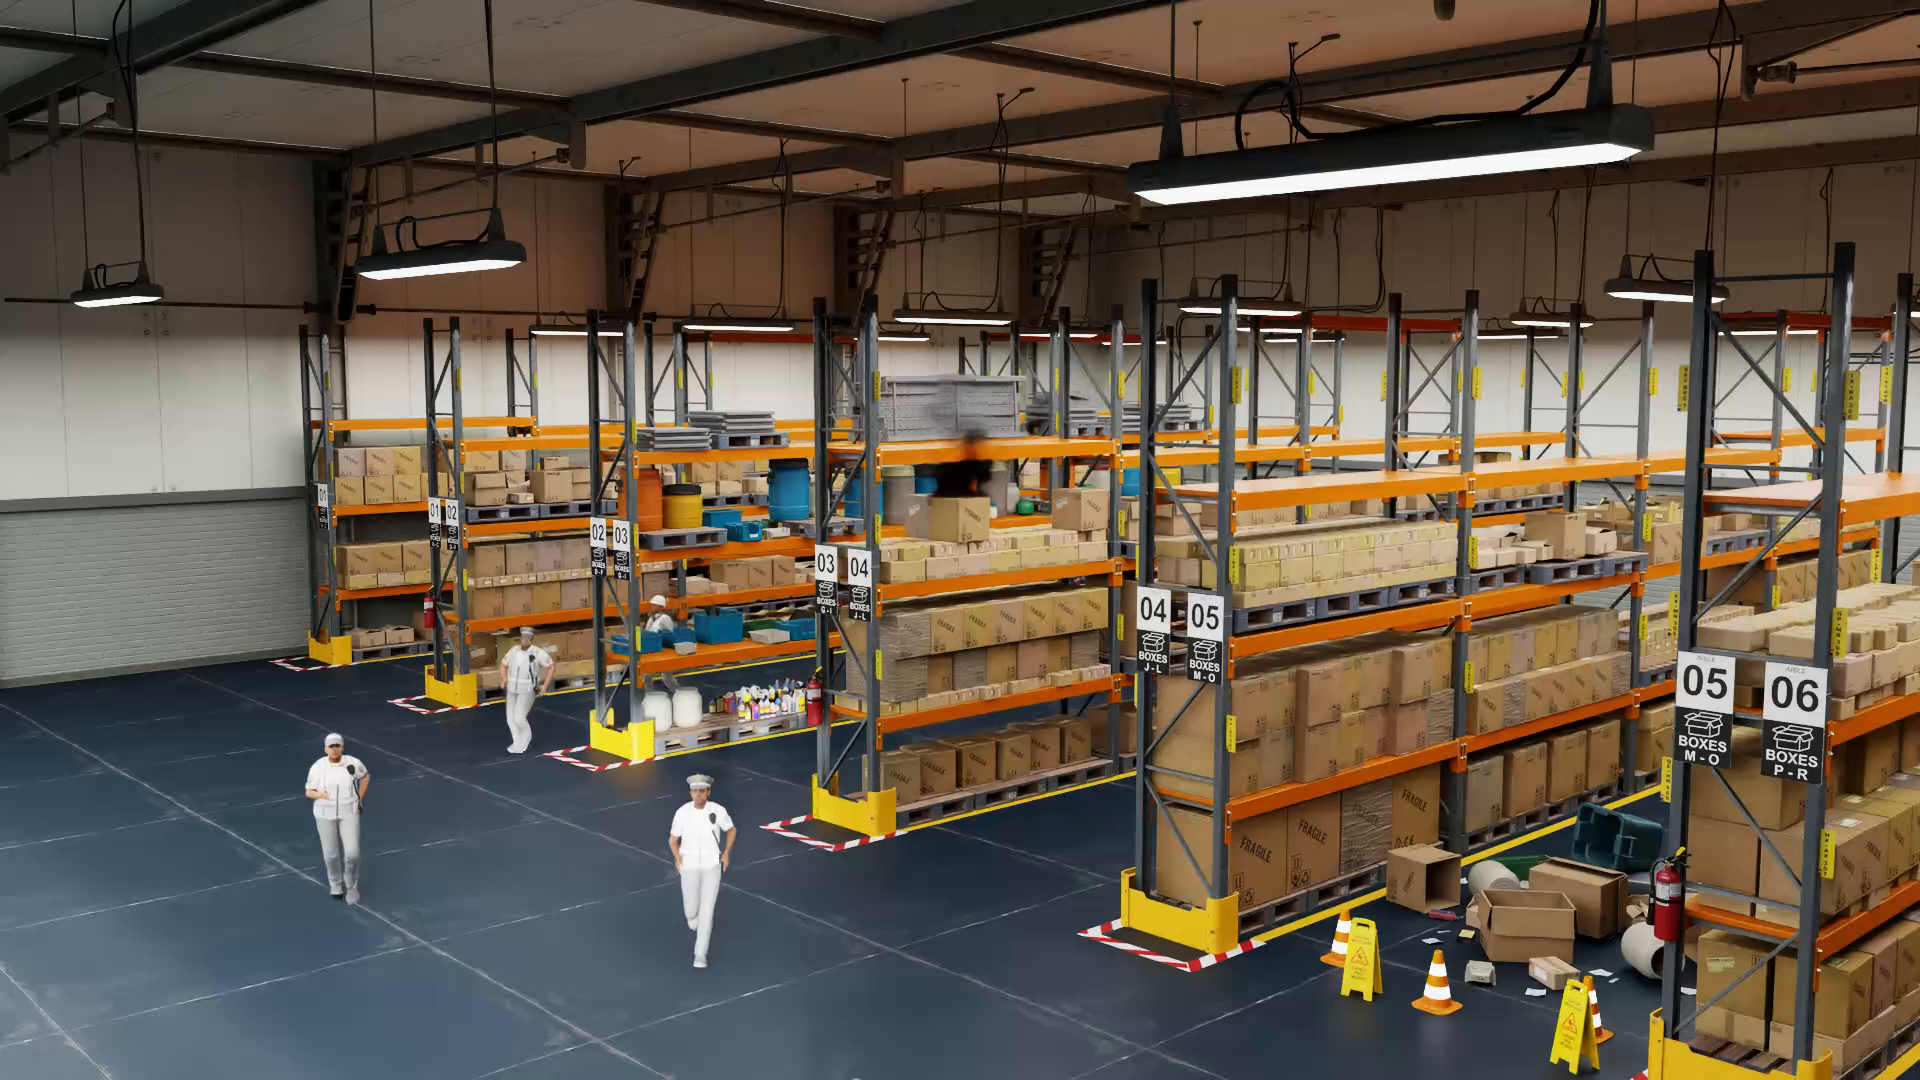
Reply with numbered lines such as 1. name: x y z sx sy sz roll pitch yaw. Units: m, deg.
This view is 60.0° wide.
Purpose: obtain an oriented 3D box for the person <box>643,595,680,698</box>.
1. person: -4.528 1.742 25.239 0.644 1.823 0.793 5 7 39

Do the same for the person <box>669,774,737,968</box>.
1. person: -2.266 2.873 14.647 0.593 1.657 0.721 -1 6 -6

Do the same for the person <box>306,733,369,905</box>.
1. person: -6.044 2.721 16.180 0.586 1.695 0.661 -2 6 -20

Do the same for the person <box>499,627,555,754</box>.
1. person: -5.903 2.037 22.494 0.736 1.749 0.571 1 6 13
